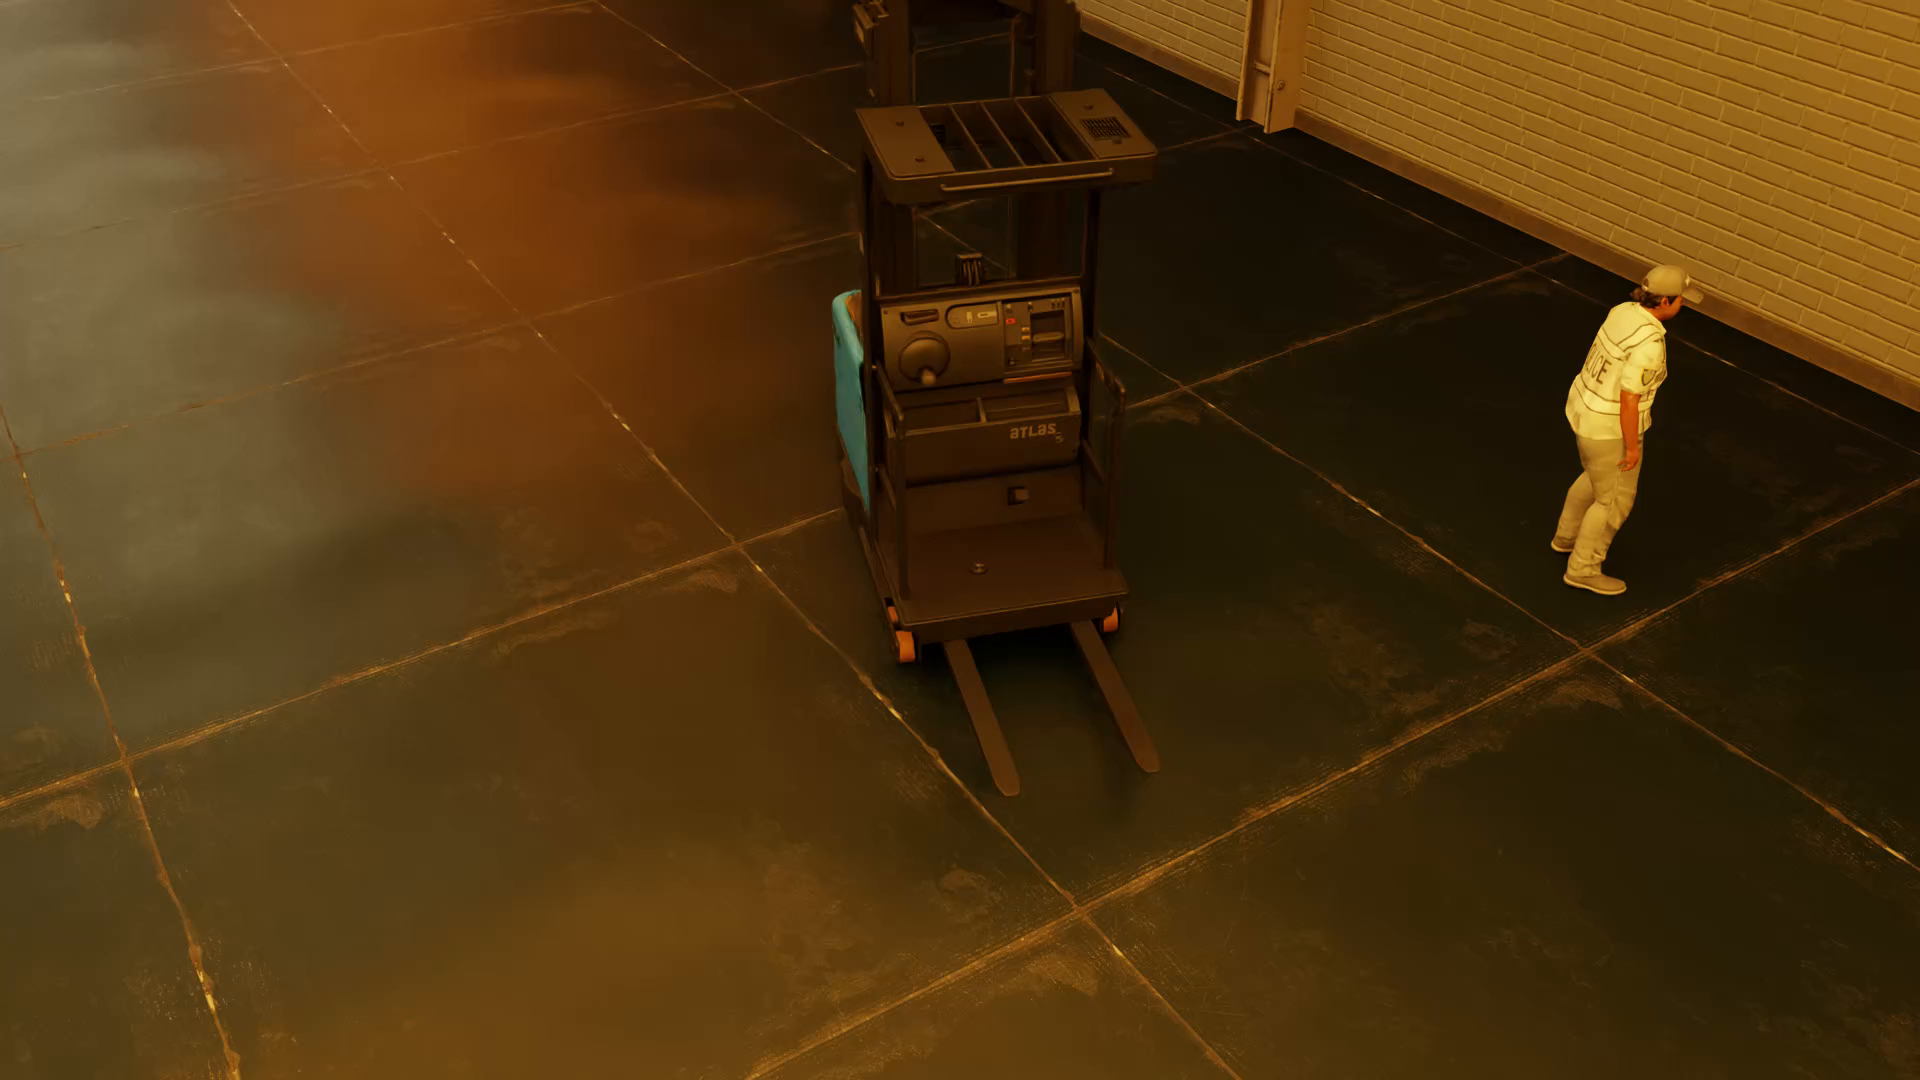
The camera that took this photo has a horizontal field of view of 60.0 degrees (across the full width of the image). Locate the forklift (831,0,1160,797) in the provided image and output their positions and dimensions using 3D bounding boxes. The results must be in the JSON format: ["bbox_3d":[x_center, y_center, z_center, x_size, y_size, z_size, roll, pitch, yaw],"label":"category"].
[{"bbox_3d":[0.157,-0.857,7.367,1.130,2.935,3.031,-8,36,-11],"label":"forklift"}]

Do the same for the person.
[{"bbox_3d":[3.185,-0.554,8.041,0.467,1.666,0.538,2,35,3],"label":"person"}]
